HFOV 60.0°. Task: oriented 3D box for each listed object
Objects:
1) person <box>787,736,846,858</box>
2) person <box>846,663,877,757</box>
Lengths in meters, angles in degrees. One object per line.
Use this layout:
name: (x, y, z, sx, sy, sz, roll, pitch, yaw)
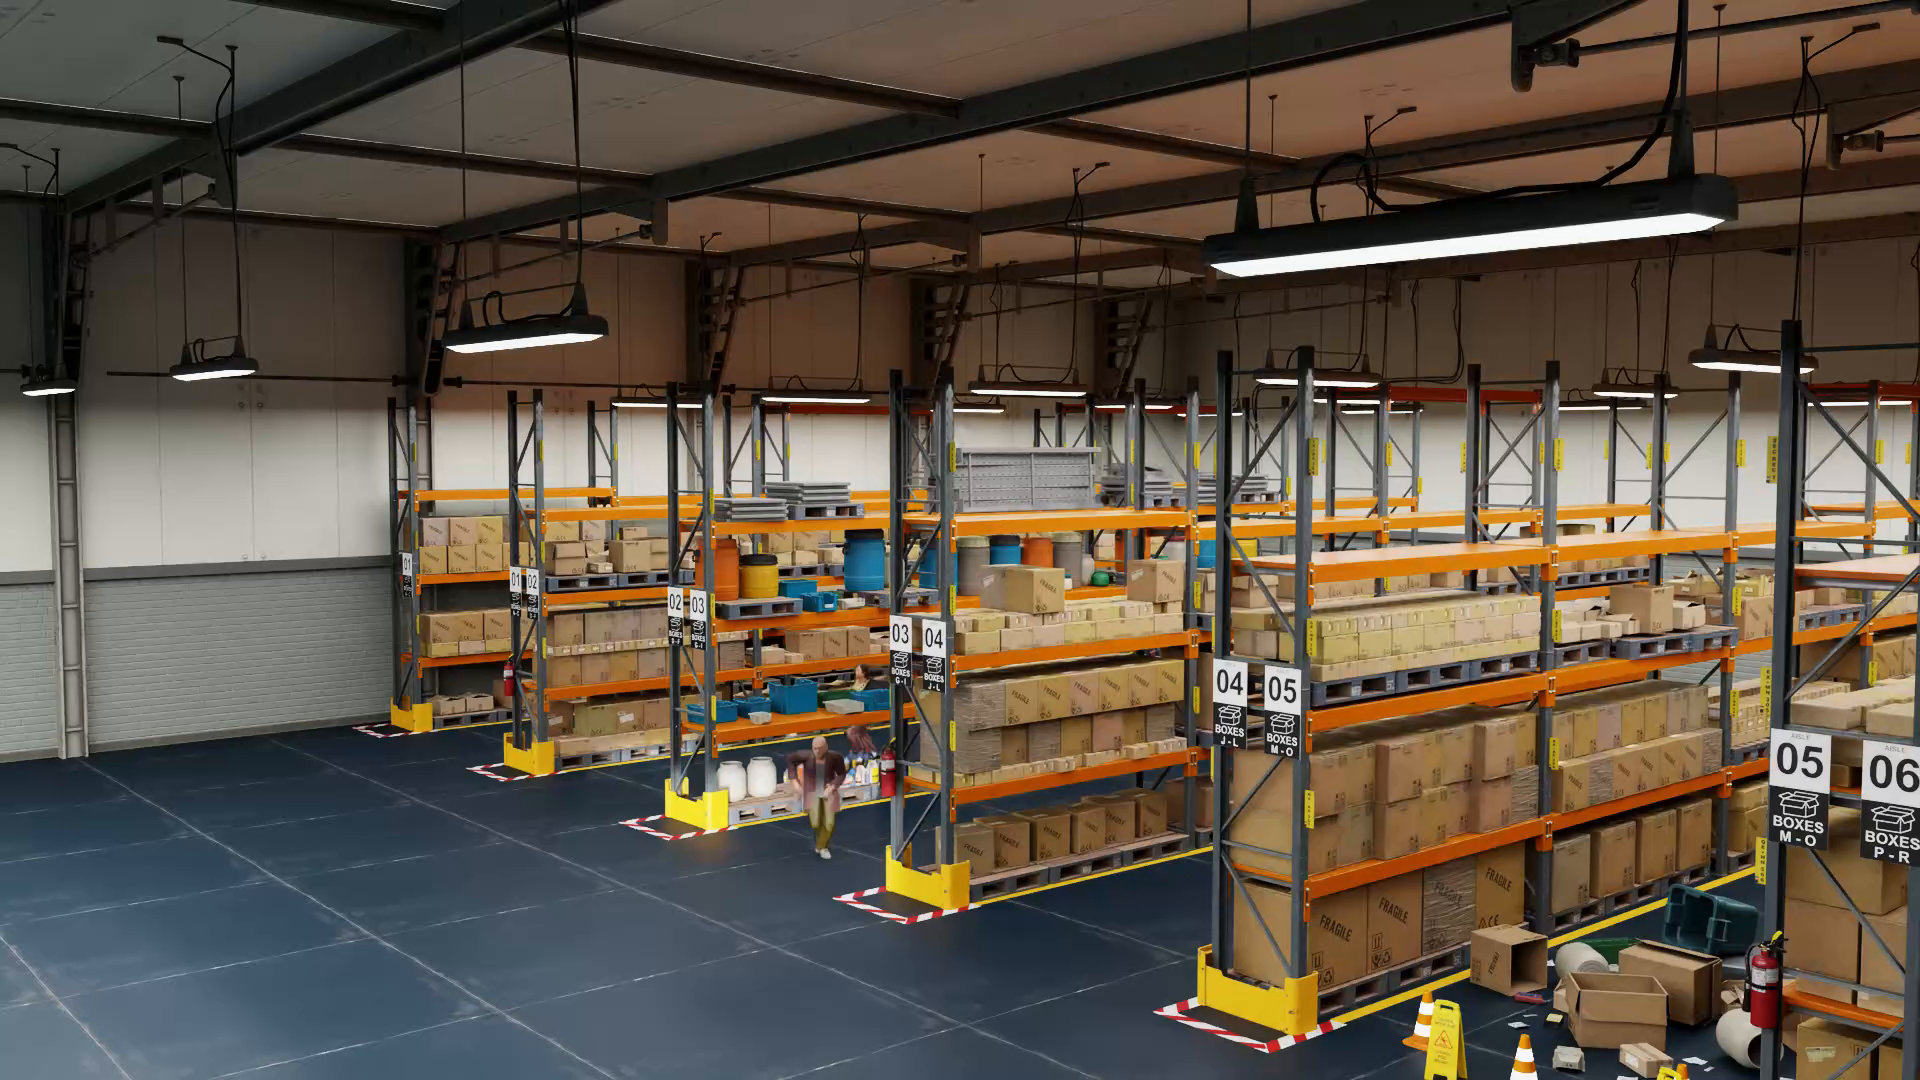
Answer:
person: (-1.773, 3.175, 20.529, 0.737, 1.599, 0.866, 0, 3, -3)
person: (-1.554, 2.799, 26.514, 0.665, 1.684, 0.583, -2, 4, -26)
